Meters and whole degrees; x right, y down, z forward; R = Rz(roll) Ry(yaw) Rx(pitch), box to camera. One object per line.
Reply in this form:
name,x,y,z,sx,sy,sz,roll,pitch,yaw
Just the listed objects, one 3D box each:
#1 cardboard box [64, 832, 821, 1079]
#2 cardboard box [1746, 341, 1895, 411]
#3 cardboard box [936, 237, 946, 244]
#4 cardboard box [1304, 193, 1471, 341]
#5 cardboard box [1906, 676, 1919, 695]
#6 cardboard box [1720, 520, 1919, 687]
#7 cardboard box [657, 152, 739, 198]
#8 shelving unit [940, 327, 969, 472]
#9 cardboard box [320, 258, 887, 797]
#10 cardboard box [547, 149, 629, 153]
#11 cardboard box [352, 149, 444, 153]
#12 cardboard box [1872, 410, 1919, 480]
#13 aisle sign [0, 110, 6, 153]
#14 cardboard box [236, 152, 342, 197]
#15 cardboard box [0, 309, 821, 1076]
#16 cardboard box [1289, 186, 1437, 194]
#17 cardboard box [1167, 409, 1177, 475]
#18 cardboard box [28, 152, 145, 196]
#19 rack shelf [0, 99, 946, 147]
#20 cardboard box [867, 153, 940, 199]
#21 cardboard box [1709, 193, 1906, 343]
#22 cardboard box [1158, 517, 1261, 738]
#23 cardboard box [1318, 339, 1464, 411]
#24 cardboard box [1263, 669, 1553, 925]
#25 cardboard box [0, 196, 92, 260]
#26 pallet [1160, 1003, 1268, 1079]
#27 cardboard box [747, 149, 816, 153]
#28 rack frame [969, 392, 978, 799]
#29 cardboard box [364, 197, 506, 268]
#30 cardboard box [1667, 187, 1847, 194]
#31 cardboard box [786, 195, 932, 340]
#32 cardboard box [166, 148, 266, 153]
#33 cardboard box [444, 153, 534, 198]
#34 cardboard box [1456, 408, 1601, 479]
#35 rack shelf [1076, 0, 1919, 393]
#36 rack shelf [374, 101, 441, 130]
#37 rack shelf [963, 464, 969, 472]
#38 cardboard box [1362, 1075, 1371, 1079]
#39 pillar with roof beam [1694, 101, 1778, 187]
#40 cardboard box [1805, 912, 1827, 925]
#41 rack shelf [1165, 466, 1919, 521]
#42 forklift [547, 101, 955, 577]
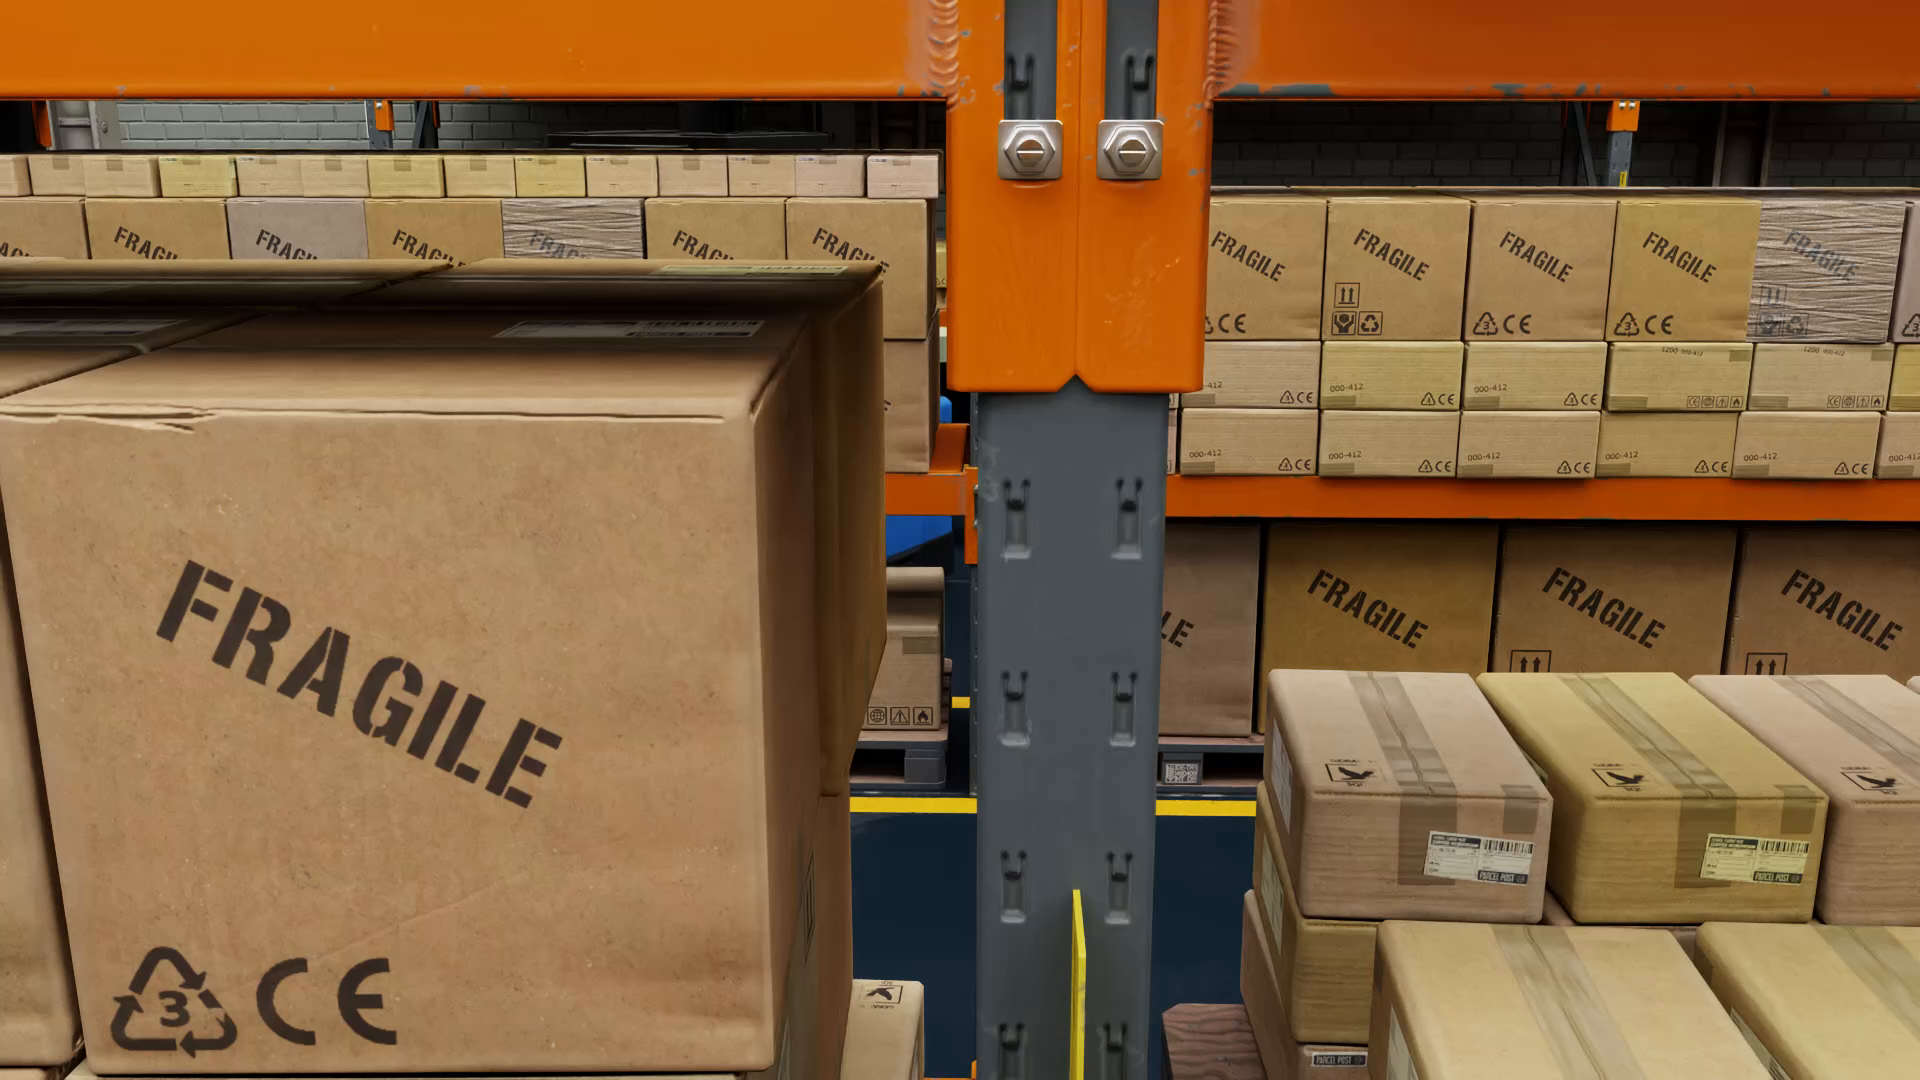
cardboard box,-0.403,0.574,1.506,0.500,0.500,0.500,0,15,2
cardboard box,3.109,-0.650,6.237,0.500,0.250,0.500,0,15,0
cardboard box,-0.252,-1.975,11.657,0.500,0.250,0.500,0,15,1
cardboard box,1.556,-1.021,6.175,0.500,0.500,0.500,0,15,0
cardboard box,1.283,0.286,1.879,0.250,0.149,0.380,0,15,1
cardboard box,3.424,0.259,6.821,0.875,0.875,0.875,0,15,1
cardboard box,-0.966,-1.363,6.198,0.250,0.149,0.380,0,15,1
shelving unit,0.007,-0.725,10.149,0.755,1.500,0.431,0,15,1
cardboard box,-0.357,-0.044,1.886,0.500,0.500,0.500,1,15,3
cardboard box,-1.474,-1.475,6.624,0.250,0.149,0.380,0,15,1
cardboard box,-2.244,-1.492,6.687,0.250,0.149,0.380,1,15,3
cardboard box,3.600,-0.404,6.287,0.500,0.250,0.500,0,15,-1
aisle sign,-3.949,-1.928,6.673,0.004,0.787,0.394,0,15,1
cardboard box,-2.489,-1.365,6.205,0.250,0.149,0.380,1,15,2
cardboard box,-0.389,0.087,1.390,0.500,0.500,0.500,0,15,-1
cardboard box,1.590,-1.149,6.659,0.500,0.500,0.500,1,15,3
cardboard box,0.546,-0.423,6.358,0.500,0.250,0.500,0,15,0
cardboard box,-3.274,-1.381,6.267,0.250,0.149,0.380,1,15,3
rack shelf,-1.886,-1.681,6.363,4.000,0.370,1.077,0,15,1
cardboard box,-0.203,-1.332,6.082,0.250,0.149,0.380,0,15,0
cardboard box,3.075,-1.010,6.130,0.500,0.500,0.500,1,15,2
cardboard box,0.735,0.242,6.884,0.875,0.875,0.875,1,15,3
cardboard box,1.572,-0.654,6.253,0.500,0.250,0.500,1,15,2
cardboard box,0.494,0.281,1.899,0.250,0.149,0.380,1,15,4
cardboard box,-3.413,-1.048,6.276,0.500,0.500,0.500,0,15,0
pallet,0.848,0.832,1.683,1.213,0.211,1.003,0,15,1
cardboard box,-0.709,-1.468,6.597,0.250,0.149,0.380,0,15,1
rack frame,0.113,-0.566,6.605,0.127,3.000,1.000,0,15,1
cardboard box,-1.883,-1.042,6.253,0.500,0.500,0.500,0,15,2
cardboard box,3.129,-1.138,6.617,0.500,0.500,0.500,0,15,2
cardboard box,-0.365,-1.030,6.209,0.500,0.500,0.500,0,15,1
cardboard box,-3.007,-1.510,6.757,0.250,0.149,0.380,0,15,1
cardboard box,-1.725,-1.354,6.166,0.250,0.149,0.380,0,15,1
cardboard box,2.075,-0.407,6.297,0.500,0.250,0.500,0,15,1
rack shelf,2.087,-0.392,1.477,4.000,0.370,1.077,0,15,1
rack shelf,-1.763,-2.947,11.161,4.000,0.370,1.077,0,15,1
rack shelf,0.007,-0.410,10.232,0.720,0.370,0.431,0,15,1
cardboard box,0.470,0.592,1.304,0.250,0.149,0.380,1,15,2
pillar with roof beam,5.451,-3.830,7.217,0.400,9.000,9.100,0,15,1
cardboard box,1.002,0.428,1.925,0.250,0.149,0.380,1,15,4
rack shelf,2.113,-0.205,6.647,4.000,0.370,1.077,0,15,1
forklift,-1.237,-0.921,8.087,1.130,2.935,3.031,9,17,31
